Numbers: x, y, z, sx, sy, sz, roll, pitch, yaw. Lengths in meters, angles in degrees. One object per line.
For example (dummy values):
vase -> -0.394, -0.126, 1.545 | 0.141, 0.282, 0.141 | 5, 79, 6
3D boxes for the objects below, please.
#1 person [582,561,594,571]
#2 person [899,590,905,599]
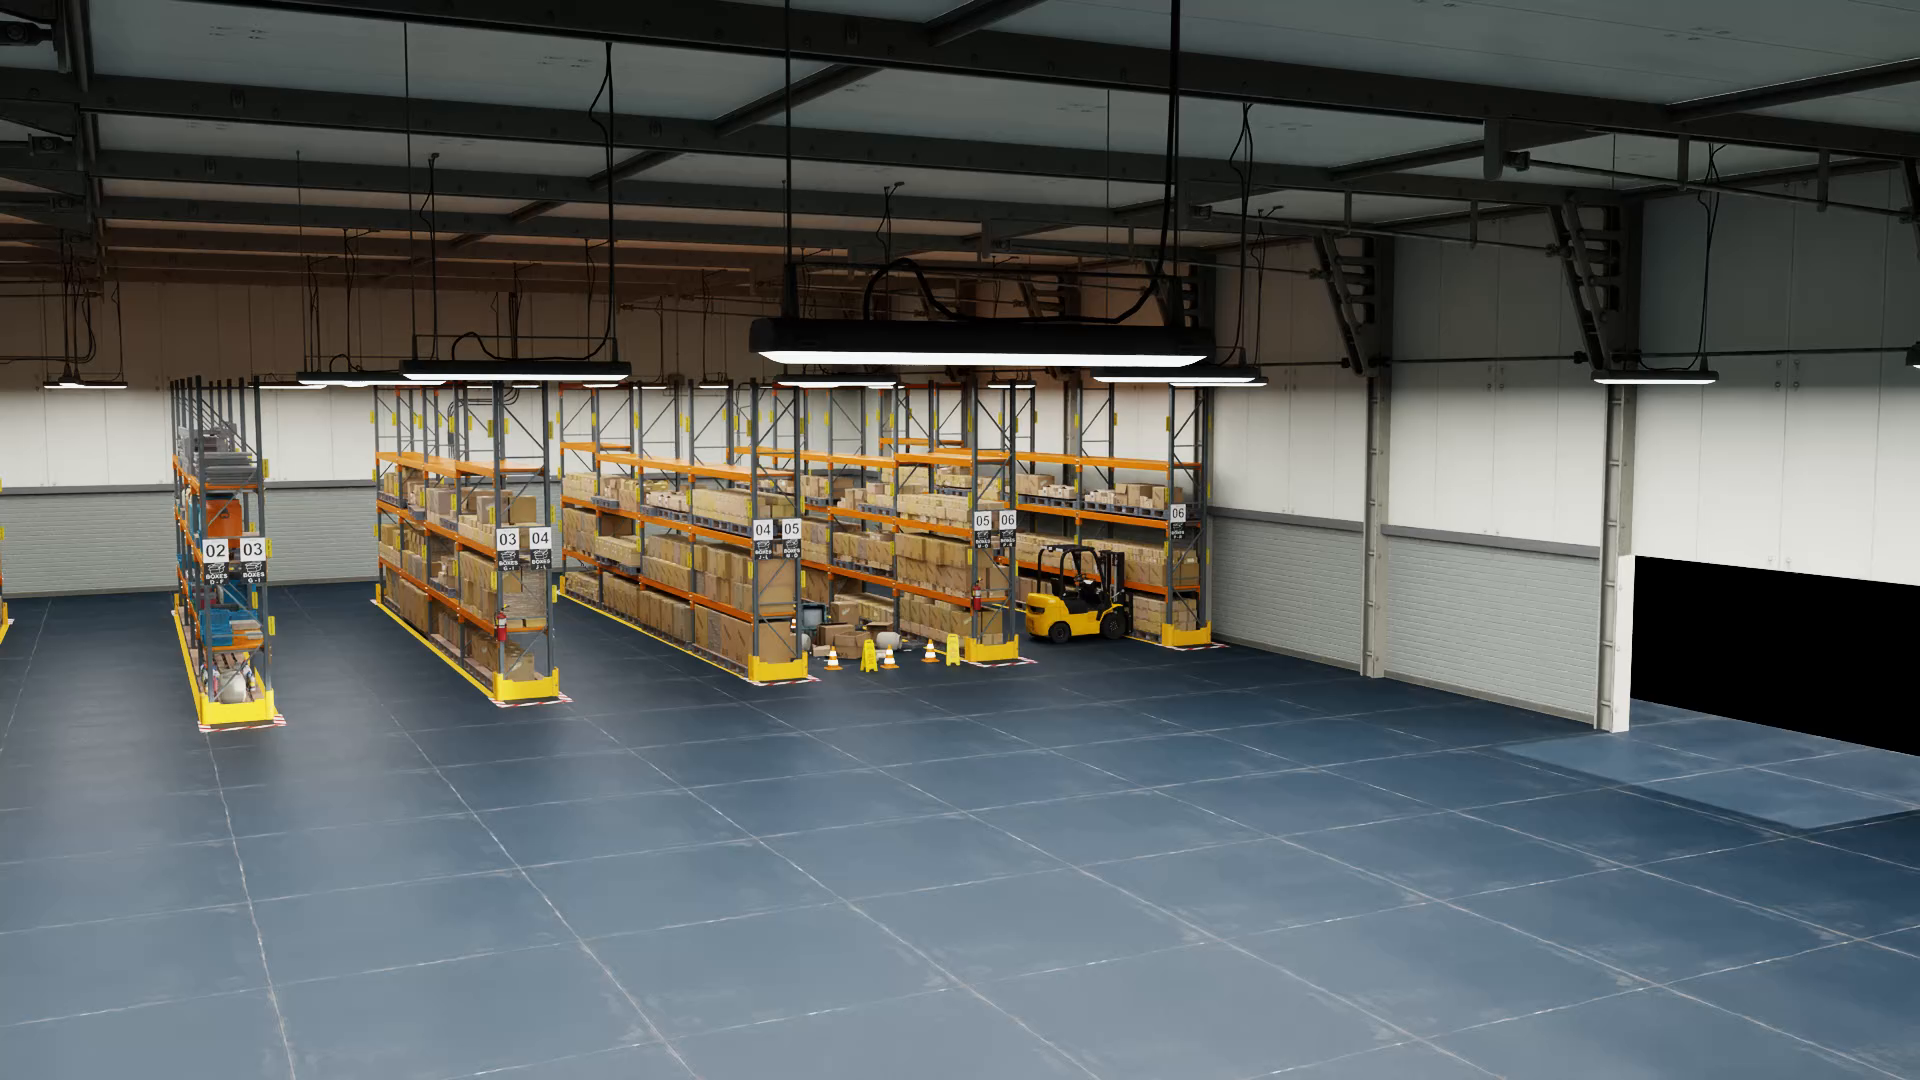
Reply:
person -> -11.073, 0.436, 49.824 | 0.712, 1.731, 0.845 | 2, 5, 20
person -> -1.652, 0.898, 43.871 | 0.583, 1.586, 0.789 | -5, 7, -43
